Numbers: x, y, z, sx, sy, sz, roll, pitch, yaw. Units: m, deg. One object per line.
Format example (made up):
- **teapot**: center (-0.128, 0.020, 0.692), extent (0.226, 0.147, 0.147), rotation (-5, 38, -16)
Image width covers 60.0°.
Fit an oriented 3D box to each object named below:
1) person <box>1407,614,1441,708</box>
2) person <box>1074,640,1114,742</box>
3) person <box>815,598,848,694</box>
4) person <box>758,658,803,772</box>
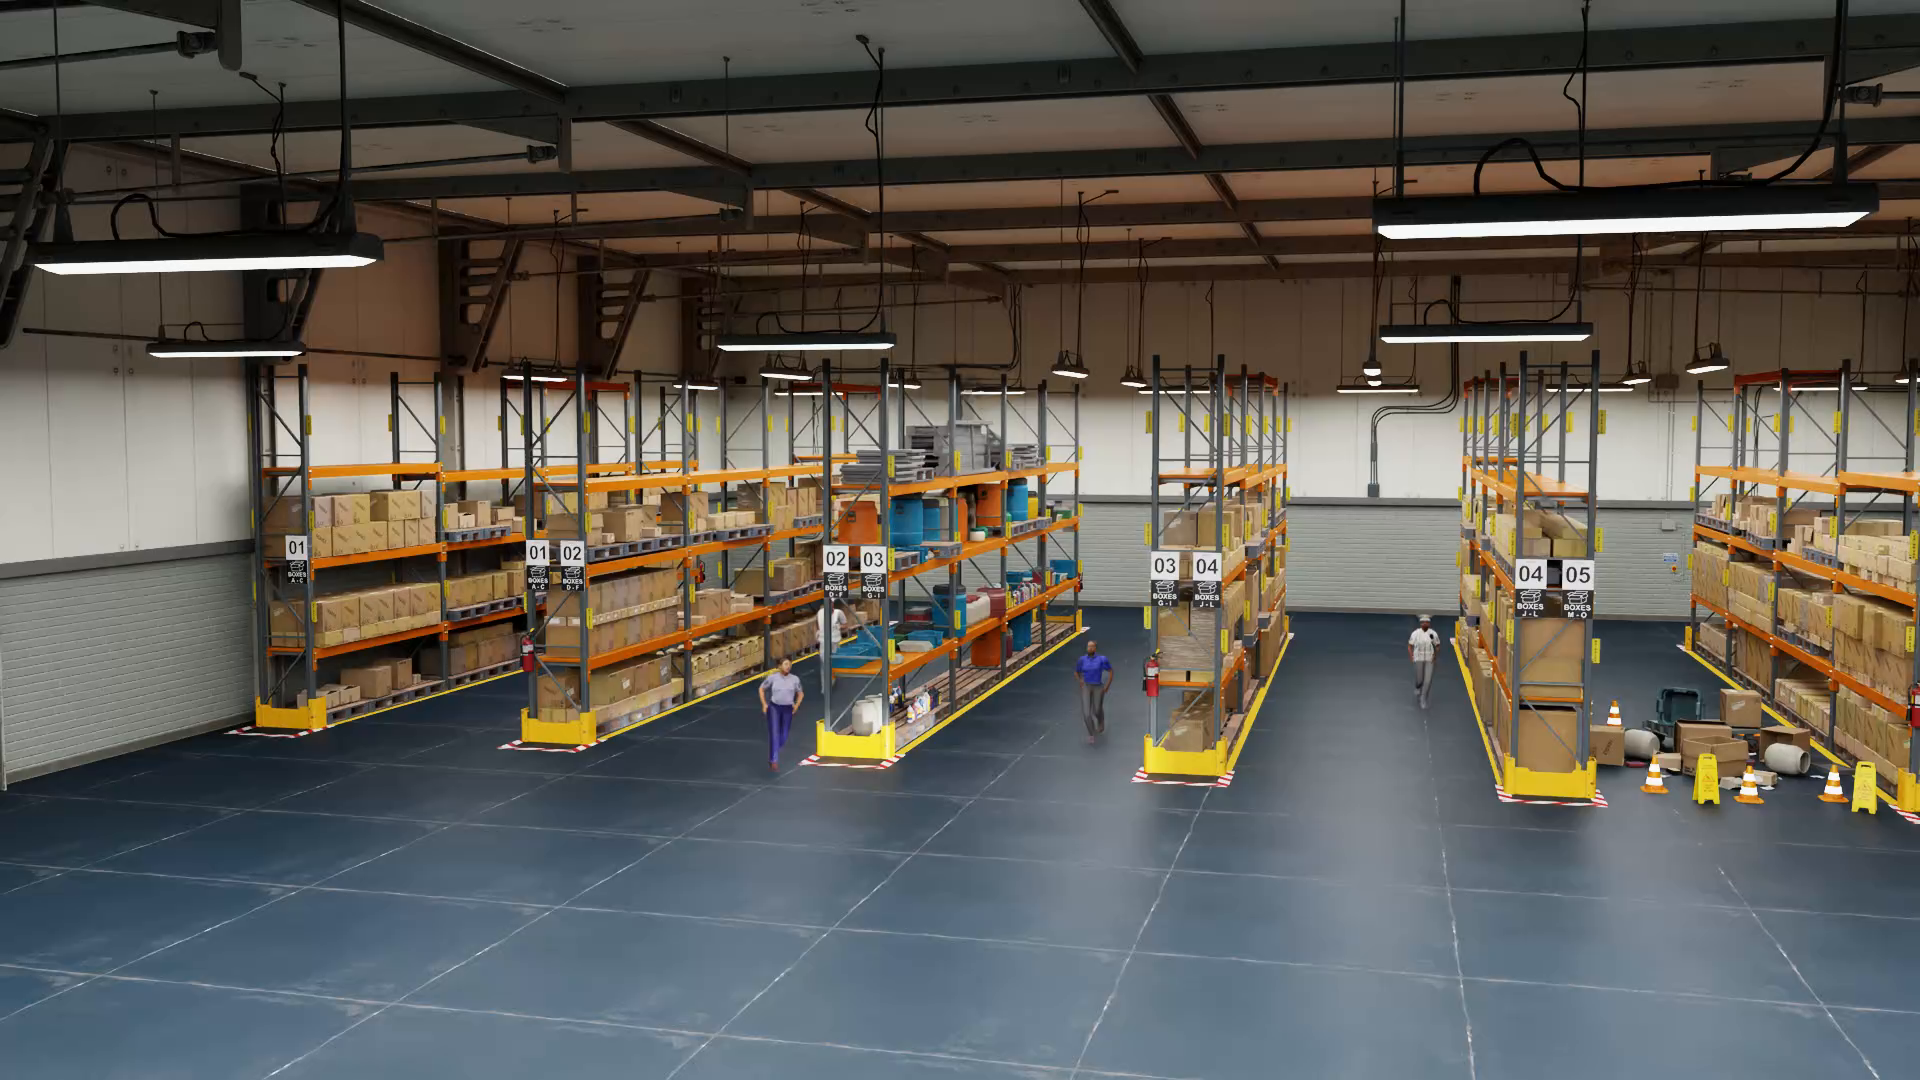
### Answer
- **person**: center (8.286, 2.144, 29.679), extent (0.582, 1.660, 0.578), rotation (1, 4, 11)
- **person**: center (2.098, 2.391, 26.312), extent (0.629, 1.618, 0.539), rotation (1, 4, 14)
- **person**: center (-2.429, 1.953, 31.370), extent (0.652, 1.840, 0.836), rotation (0, 4, 2)
- **person**: center (-2.616, 2.532, 24.379), extent (0.649, 1.624, 0.660), rotation (-1, 4, -18)
